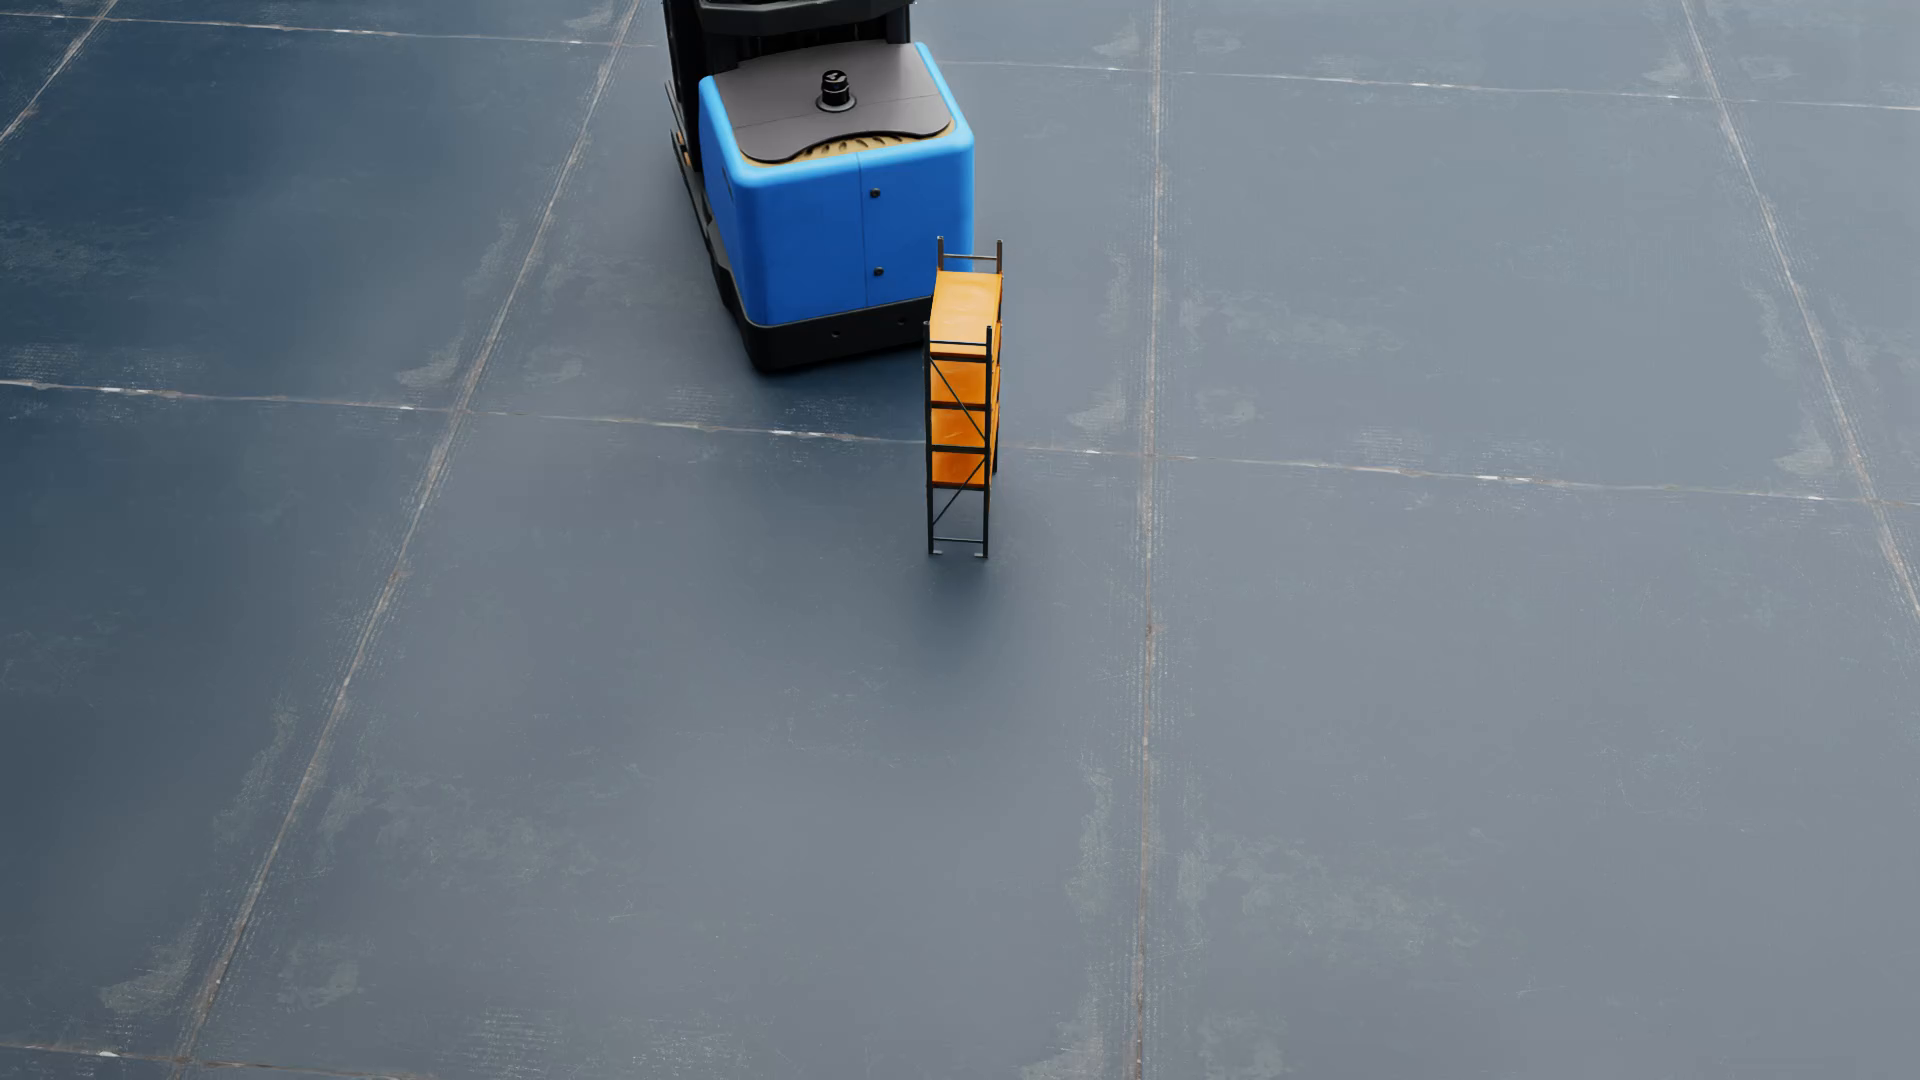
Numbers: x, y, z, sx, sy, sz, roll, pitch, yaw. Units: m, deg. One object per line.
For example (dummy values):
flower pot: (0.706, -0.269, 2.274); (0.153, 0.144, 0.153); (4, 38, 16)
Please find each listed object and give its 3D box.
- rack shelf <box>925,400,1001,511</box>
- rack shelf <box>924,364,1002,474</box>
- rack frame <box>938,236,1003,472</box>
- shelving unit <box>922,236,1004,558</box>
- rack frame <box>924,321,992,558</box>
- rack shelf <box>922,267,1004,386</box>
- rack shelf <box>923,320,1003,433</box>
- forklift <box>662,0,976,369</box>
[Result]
rack shelf: (0.015, -0.347, 6.615); (0.258, 0.148, 0.480); (4, 48, 4)
rack shelf: (0.015, -0.481, 6.468); (0.258, 0.148, 0.480); (4, 48, 4)
rack frame: (0.037, -0.706, 6.582); (0.240, 1.200, 0.015); (4, 48, 4)
shelving unit: (0.015, -0.527, 6.419); (0.258, 1.200, 0.503); (4, 48, 4)
rack frame: (-0.007, -0.347, 6.255); (0.240, 1.200, 0.015); (4, 48, 4)
rack shelf: (0.015, -0.792, 6.129); (0.258, 0.148, 0.480); (4, 48, 4)
rack shelf: (0.015, -0.632, 6.303); (0.258, 0.148, 0.480); (4, 48, 4)
forklift: (-0.838, -2.855, 7.375); (1.130, 2.935, 3.031); (-13, 49, -11)
